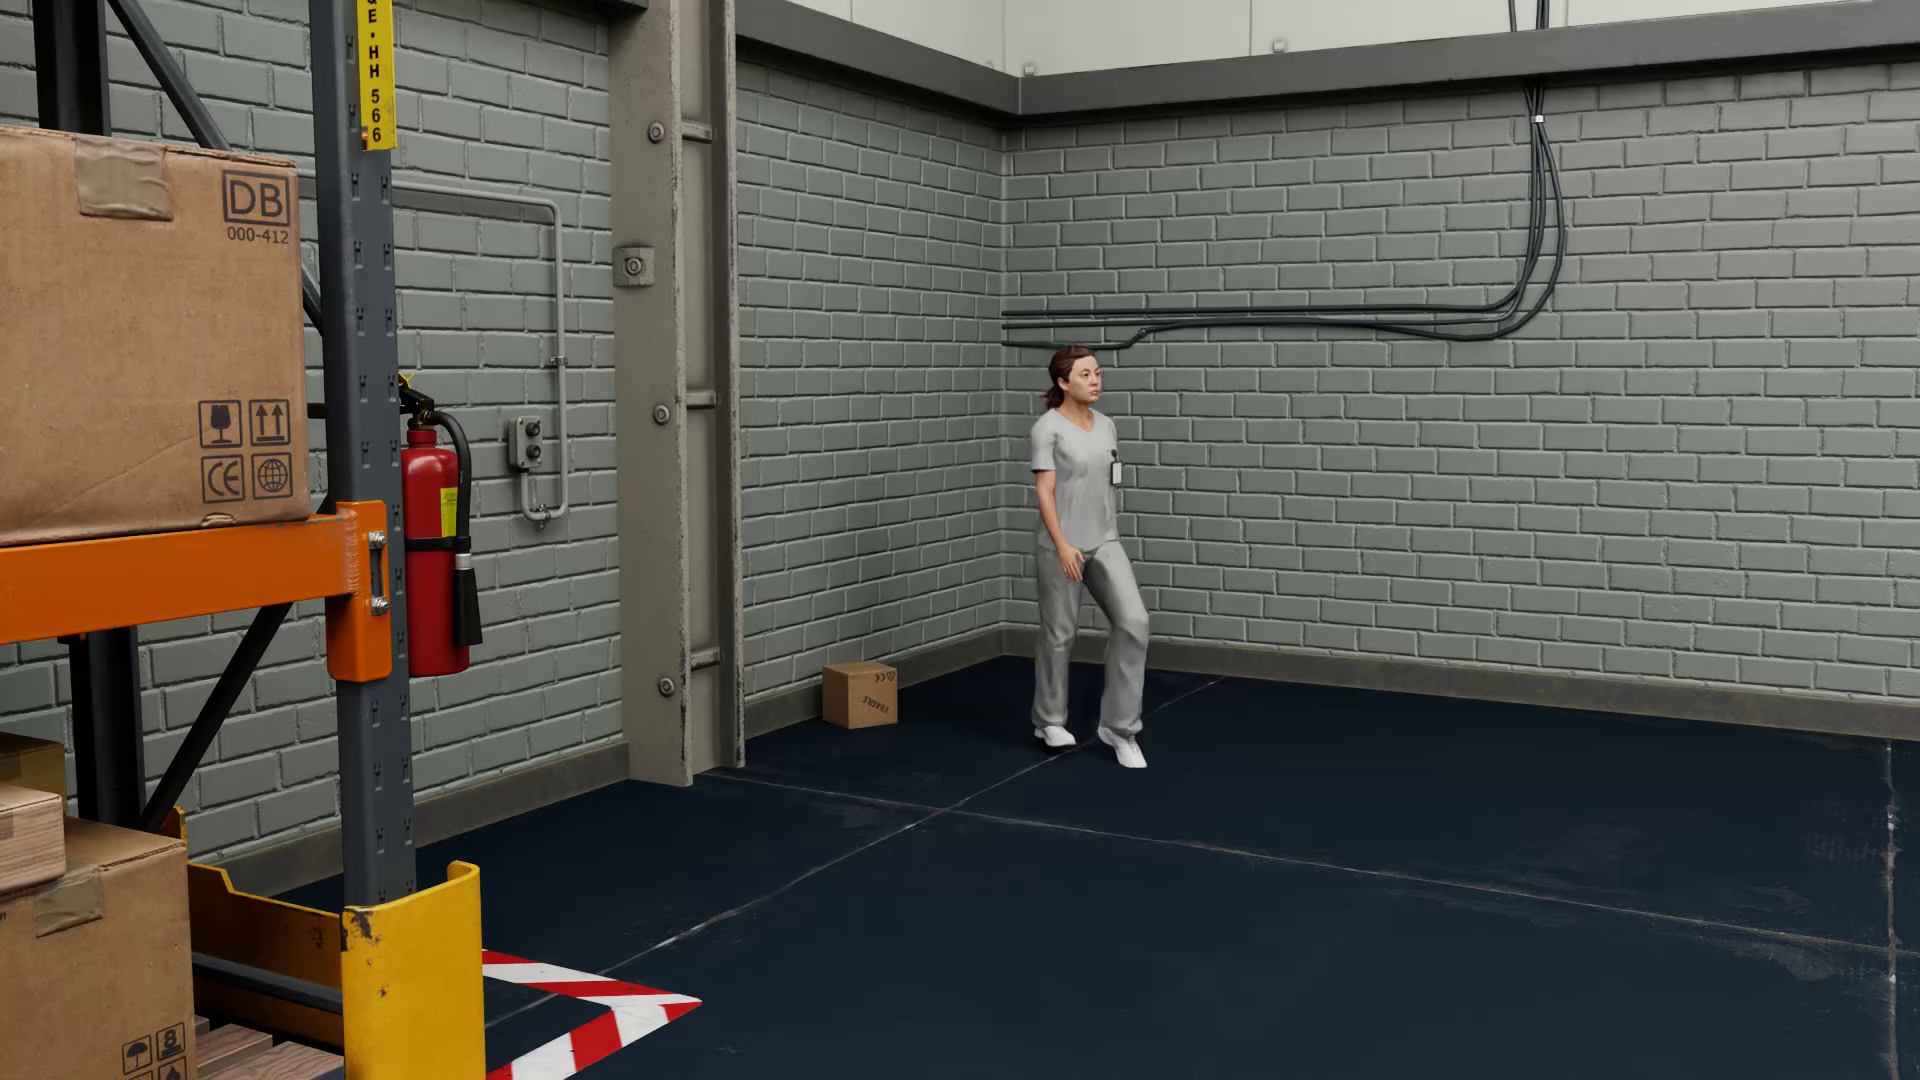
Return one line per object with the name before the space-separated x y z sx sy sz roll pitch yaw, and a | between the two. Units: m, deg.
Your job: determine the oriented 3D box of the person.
person | 0.485 0.073 6.747 0.455 1.721 0.587 -3 7 -29
